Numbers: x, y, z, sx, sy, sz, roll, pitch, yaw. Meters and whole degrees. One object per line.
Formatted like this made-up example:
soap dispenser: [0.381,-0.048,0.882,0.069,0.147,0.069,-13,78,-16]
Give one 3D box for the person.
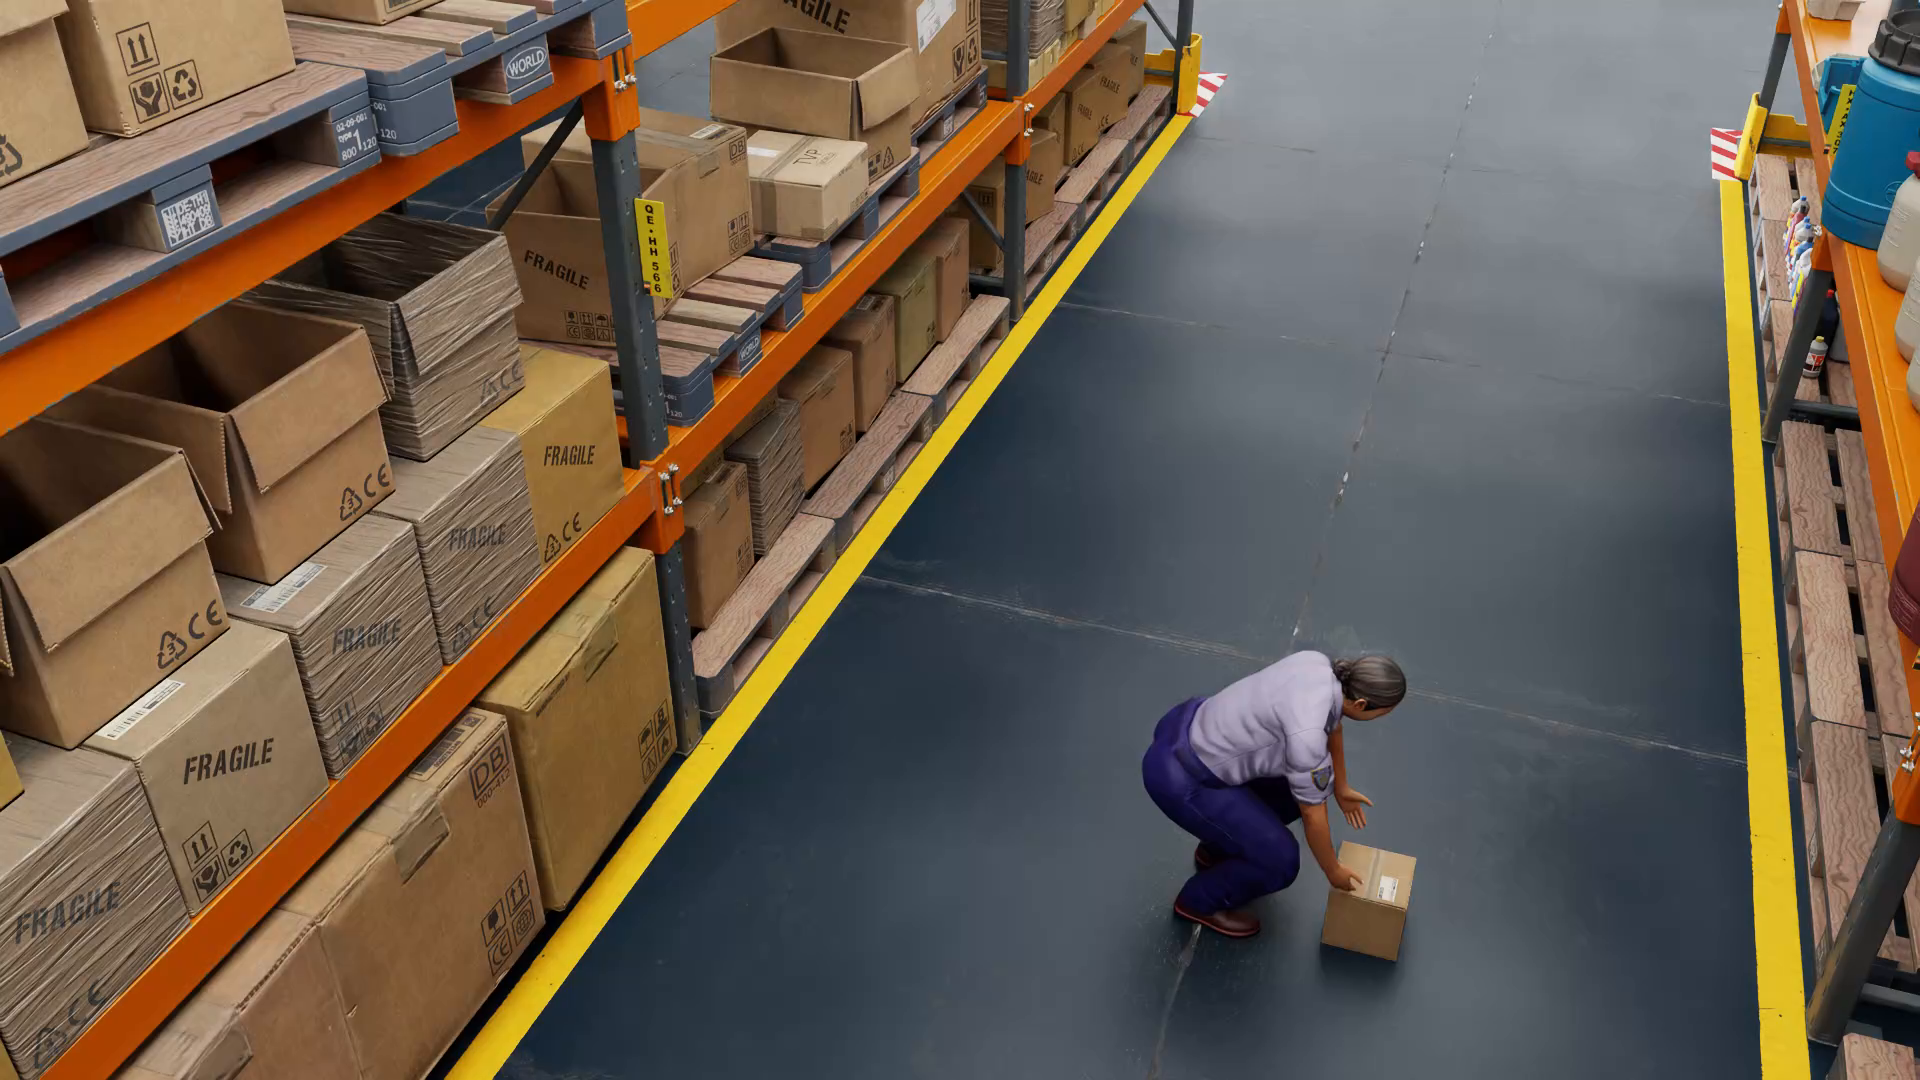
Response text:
person: [1.007,0.779,5.490,0.779,1.086,0.534,11,35,16]
